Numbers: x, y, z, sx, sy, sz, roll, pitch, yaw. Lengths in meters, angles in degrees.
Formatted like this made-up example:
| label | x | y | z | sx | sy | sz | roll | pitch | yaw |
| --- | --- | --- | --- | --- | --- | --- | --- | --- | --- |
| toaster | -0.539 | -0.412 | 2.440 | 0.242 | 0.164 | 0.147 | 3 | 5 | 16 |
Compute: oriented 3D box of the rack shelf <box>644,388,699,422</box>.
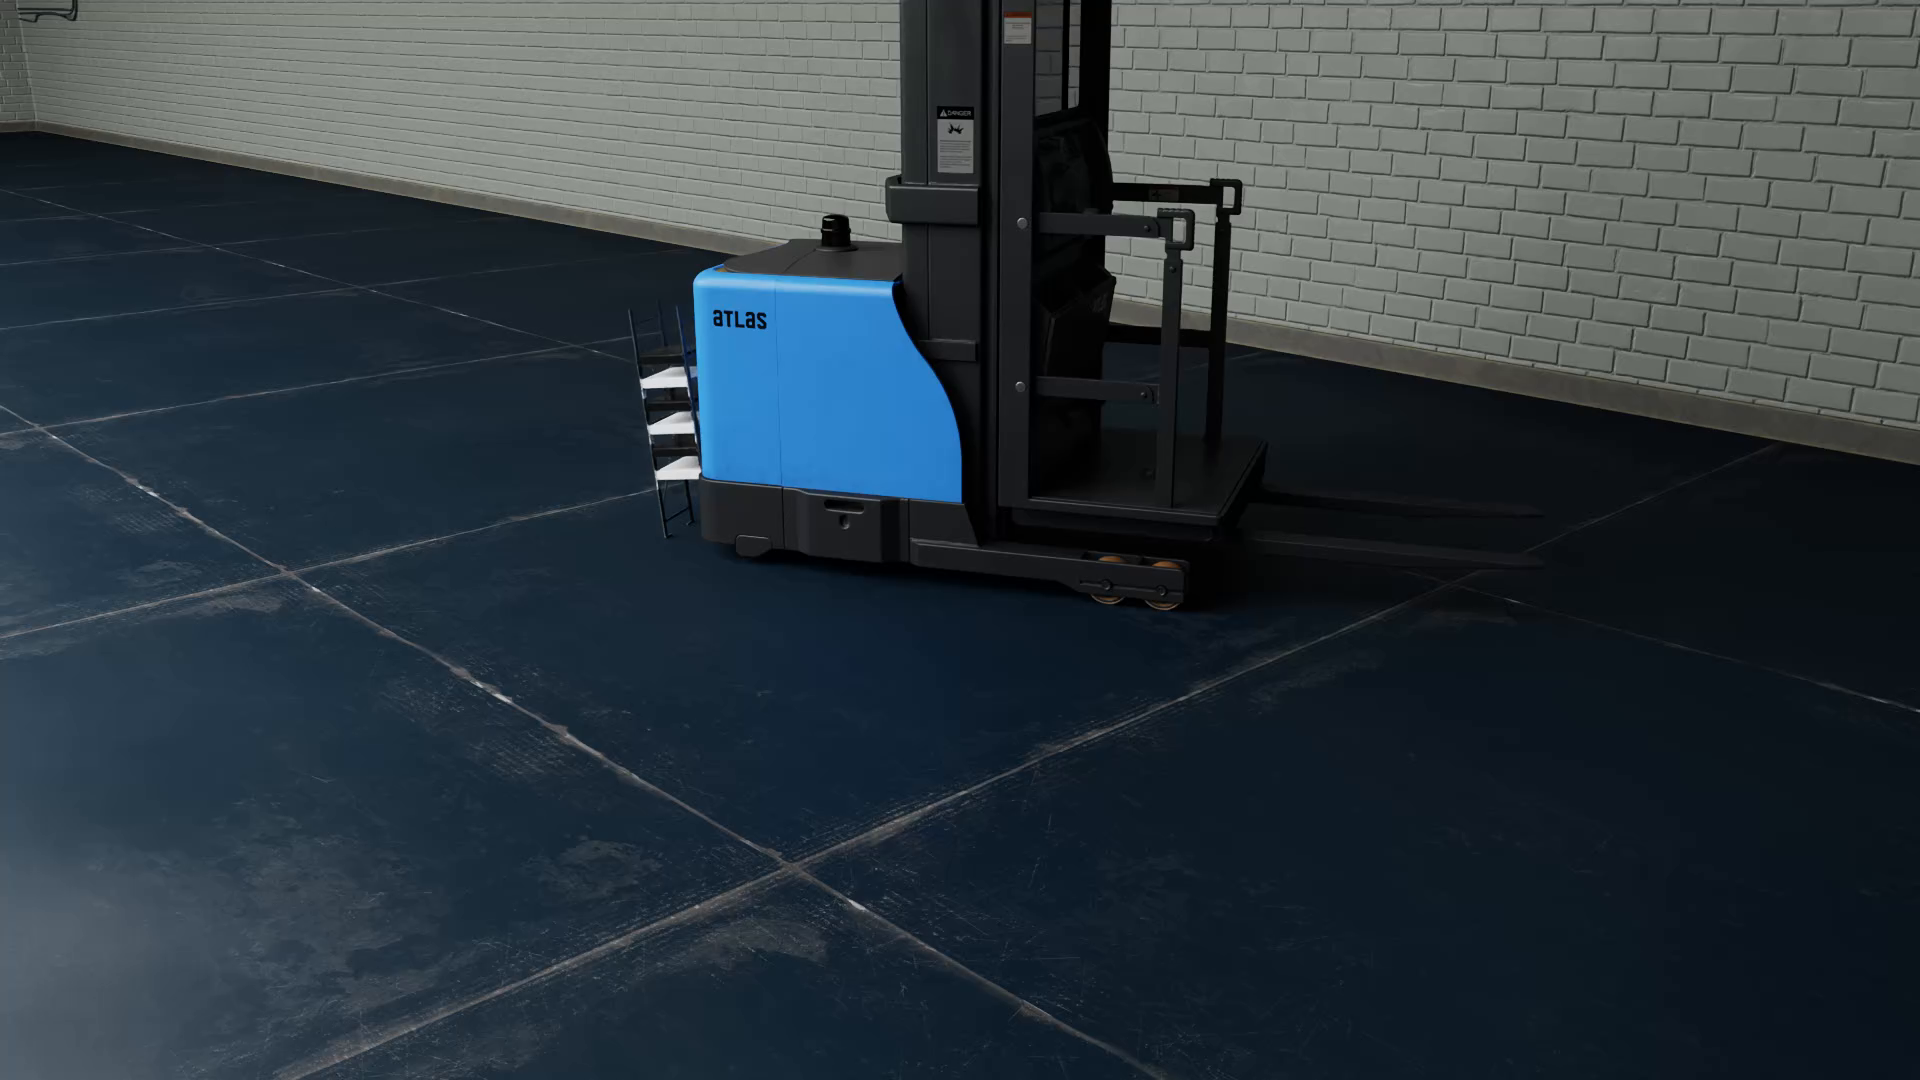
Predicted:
| label | x | y | z | sx | sy | sz | roll | pitch | yaw |
| --- | --- | --- | --- | --- | --- | --- | --- | --- | --- |
| rack shelf | -1.072 | -0.527 | 6.438 | 0.200 | 0.077 | 0.258 | 0 | 17 | 19 |

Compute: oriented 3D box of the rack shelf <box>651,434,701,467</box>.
| label | x | y | z | sx | sy | sz | roll | pitch | yaw |
| --- | --- | --- | --- | --- | --- | --- | --- | --- | --- |
| rack shelf | -1.053 | -0.355 | 6.487 | 0.200 | 0.077 | 0.258 | 0 | 17 | 19 |

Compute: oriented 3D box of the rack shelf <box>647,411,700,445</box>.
| label | x | y | z | sx | sy | sz | roll | pitch | yaw |
| --- | --- | --- | --- | --- | --- | --- | --- | --- | --- |
| rack shelf | -1.062 | -0.441 | 6.462 | 0.200 | 0.077 | 0.258 | 0 | 17 | 19 |

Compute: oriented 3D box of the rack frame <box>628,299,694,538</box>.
| label | x | y | z | sx | sy | sz | roll | pitch | yaw |
| --- | --- | --- | --- | --- | --- | --- | --- | --- | --- |
| rack frame | -1.162 | -0.472 | 6.487 | 0.006 | 0.900 | 0.240 | 0 | 17 | 19 |

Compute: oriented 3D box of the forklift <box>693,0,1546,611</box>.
| label | x | y | z | sx | sy | sz | roll | pitch | yaw |
| --- | --- | --- | --- | --- | --- | --- | --- | --- | --- |
| forklift | 0.594 | -1.335 | 5.850 | 3.031 | 2.935 | 1.130 | 6 | 19 | 17 |

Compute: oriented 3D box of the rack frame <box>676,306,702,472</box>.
| label | x | y | z | sx | sy | sz | roll | pitch | yaw |
| --- | --- | --- | --- | --- | --- | --- | --- | --- | --- |
| rack frame | -0.970 | -0.474 | 6.420 | 0.006 | 0.900 | 0.240 | 0 | 17 | 19 |

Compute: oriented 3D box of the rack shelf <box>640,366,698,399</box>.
| label | x | y | z | sx | sy | sz | roll | pitch | yaw |
| --- | --- | --- | --- | --- | --- | --- | --- | --- | --- |
| rack shelf | -1.081 | -0.613 | 6.413 | 0.200 | 0.077 | 0.258 | 0 | 17 | 19 |

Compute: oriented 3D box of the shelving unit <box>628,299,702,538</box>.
| label | x | y | z | sx | sy | sz | roll | pitch | yaw |
| --- | --- | --- | --- | --- | --- | --- | --- | --- | --- |
| shelving unit | -1.066 | -0.473 | 6.453 | 0.210 | 0.900 | 0.258 | 0 | 17 | 19 |

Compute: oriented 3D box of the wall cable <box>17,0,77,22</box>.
| label | x | y | z | sx | sy | sz | roll | pitch | yaw |
| --- | --- | --- | --- | --- | --- | --- | --- | --- | --- |
| wall cable | -13.951 | -9.095 | 24.981 | 0.112 | 2.526 | 3.097 | -16 | 24 | -41 |

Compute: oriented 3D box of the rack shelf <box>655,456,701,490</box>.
| label | x | y | z | sx | sy | sz | roll | pitch | yaw |
| --- | --- | --- | --- | --- | --- | --- | --- | --- | --- |
| rack shelf | -1.043 | -0.269 | 6.512 | 0.200 | 0.077 | 0.258 | 0 | 17 | 19 |

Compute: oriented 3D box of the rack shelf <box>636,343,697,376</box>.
| label | x | y | z | sx | sy | sz | roll | pitch | yaw |
| --- | --- | --- | --- | --- | --- | --- | --- | --- | --- |
| rack shelf | -1.090 | -0.699 | 6.388 | 0.200 | 0.077 | 0.258 | 0 | 17 | 19 |
